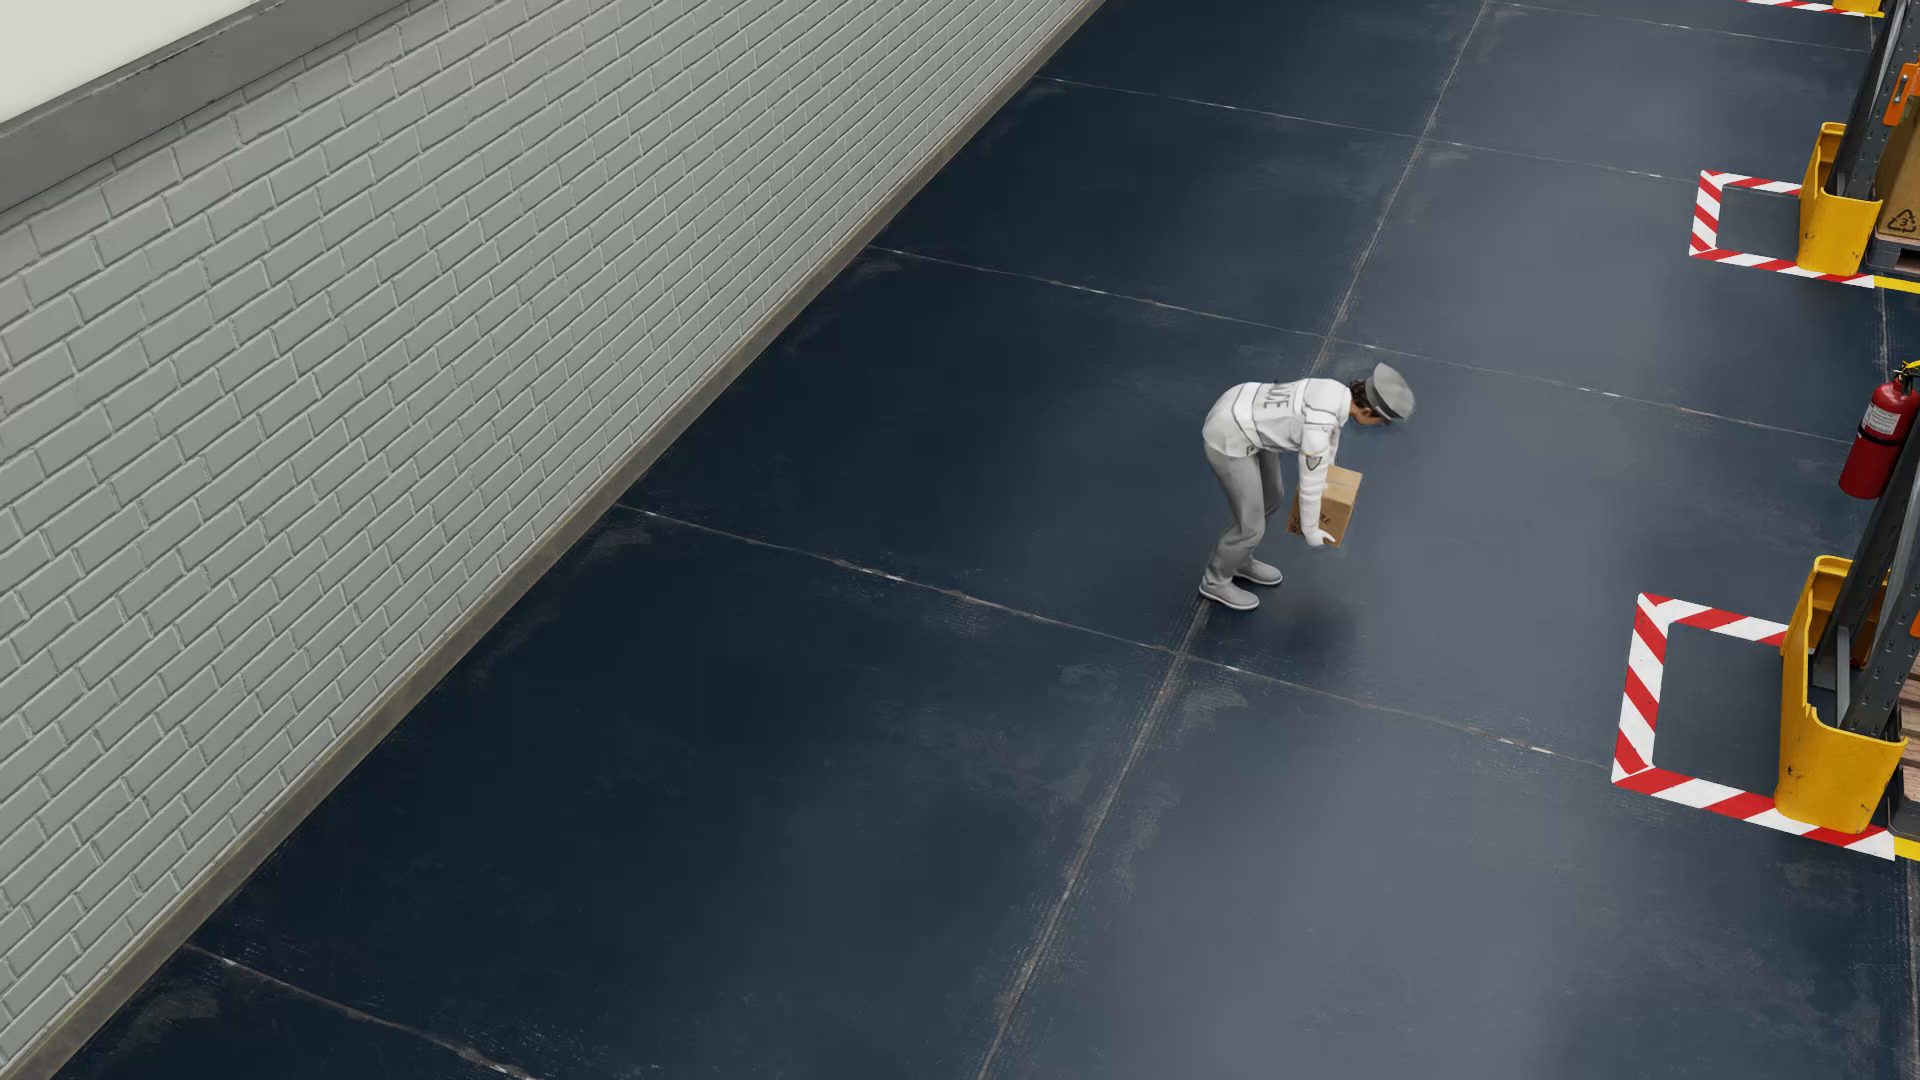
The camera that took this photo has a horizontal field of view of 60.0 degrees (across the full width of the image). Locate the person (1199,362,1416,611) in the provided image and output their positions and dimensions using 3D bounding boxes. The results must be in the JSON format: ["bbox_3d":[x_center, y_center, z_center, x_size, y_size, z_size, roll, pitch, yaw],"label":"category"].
[{"bbox_3d":[1.509,-0.254,7.444,0.886,1.306,0.407,13,40,16],"label":"person"}]
